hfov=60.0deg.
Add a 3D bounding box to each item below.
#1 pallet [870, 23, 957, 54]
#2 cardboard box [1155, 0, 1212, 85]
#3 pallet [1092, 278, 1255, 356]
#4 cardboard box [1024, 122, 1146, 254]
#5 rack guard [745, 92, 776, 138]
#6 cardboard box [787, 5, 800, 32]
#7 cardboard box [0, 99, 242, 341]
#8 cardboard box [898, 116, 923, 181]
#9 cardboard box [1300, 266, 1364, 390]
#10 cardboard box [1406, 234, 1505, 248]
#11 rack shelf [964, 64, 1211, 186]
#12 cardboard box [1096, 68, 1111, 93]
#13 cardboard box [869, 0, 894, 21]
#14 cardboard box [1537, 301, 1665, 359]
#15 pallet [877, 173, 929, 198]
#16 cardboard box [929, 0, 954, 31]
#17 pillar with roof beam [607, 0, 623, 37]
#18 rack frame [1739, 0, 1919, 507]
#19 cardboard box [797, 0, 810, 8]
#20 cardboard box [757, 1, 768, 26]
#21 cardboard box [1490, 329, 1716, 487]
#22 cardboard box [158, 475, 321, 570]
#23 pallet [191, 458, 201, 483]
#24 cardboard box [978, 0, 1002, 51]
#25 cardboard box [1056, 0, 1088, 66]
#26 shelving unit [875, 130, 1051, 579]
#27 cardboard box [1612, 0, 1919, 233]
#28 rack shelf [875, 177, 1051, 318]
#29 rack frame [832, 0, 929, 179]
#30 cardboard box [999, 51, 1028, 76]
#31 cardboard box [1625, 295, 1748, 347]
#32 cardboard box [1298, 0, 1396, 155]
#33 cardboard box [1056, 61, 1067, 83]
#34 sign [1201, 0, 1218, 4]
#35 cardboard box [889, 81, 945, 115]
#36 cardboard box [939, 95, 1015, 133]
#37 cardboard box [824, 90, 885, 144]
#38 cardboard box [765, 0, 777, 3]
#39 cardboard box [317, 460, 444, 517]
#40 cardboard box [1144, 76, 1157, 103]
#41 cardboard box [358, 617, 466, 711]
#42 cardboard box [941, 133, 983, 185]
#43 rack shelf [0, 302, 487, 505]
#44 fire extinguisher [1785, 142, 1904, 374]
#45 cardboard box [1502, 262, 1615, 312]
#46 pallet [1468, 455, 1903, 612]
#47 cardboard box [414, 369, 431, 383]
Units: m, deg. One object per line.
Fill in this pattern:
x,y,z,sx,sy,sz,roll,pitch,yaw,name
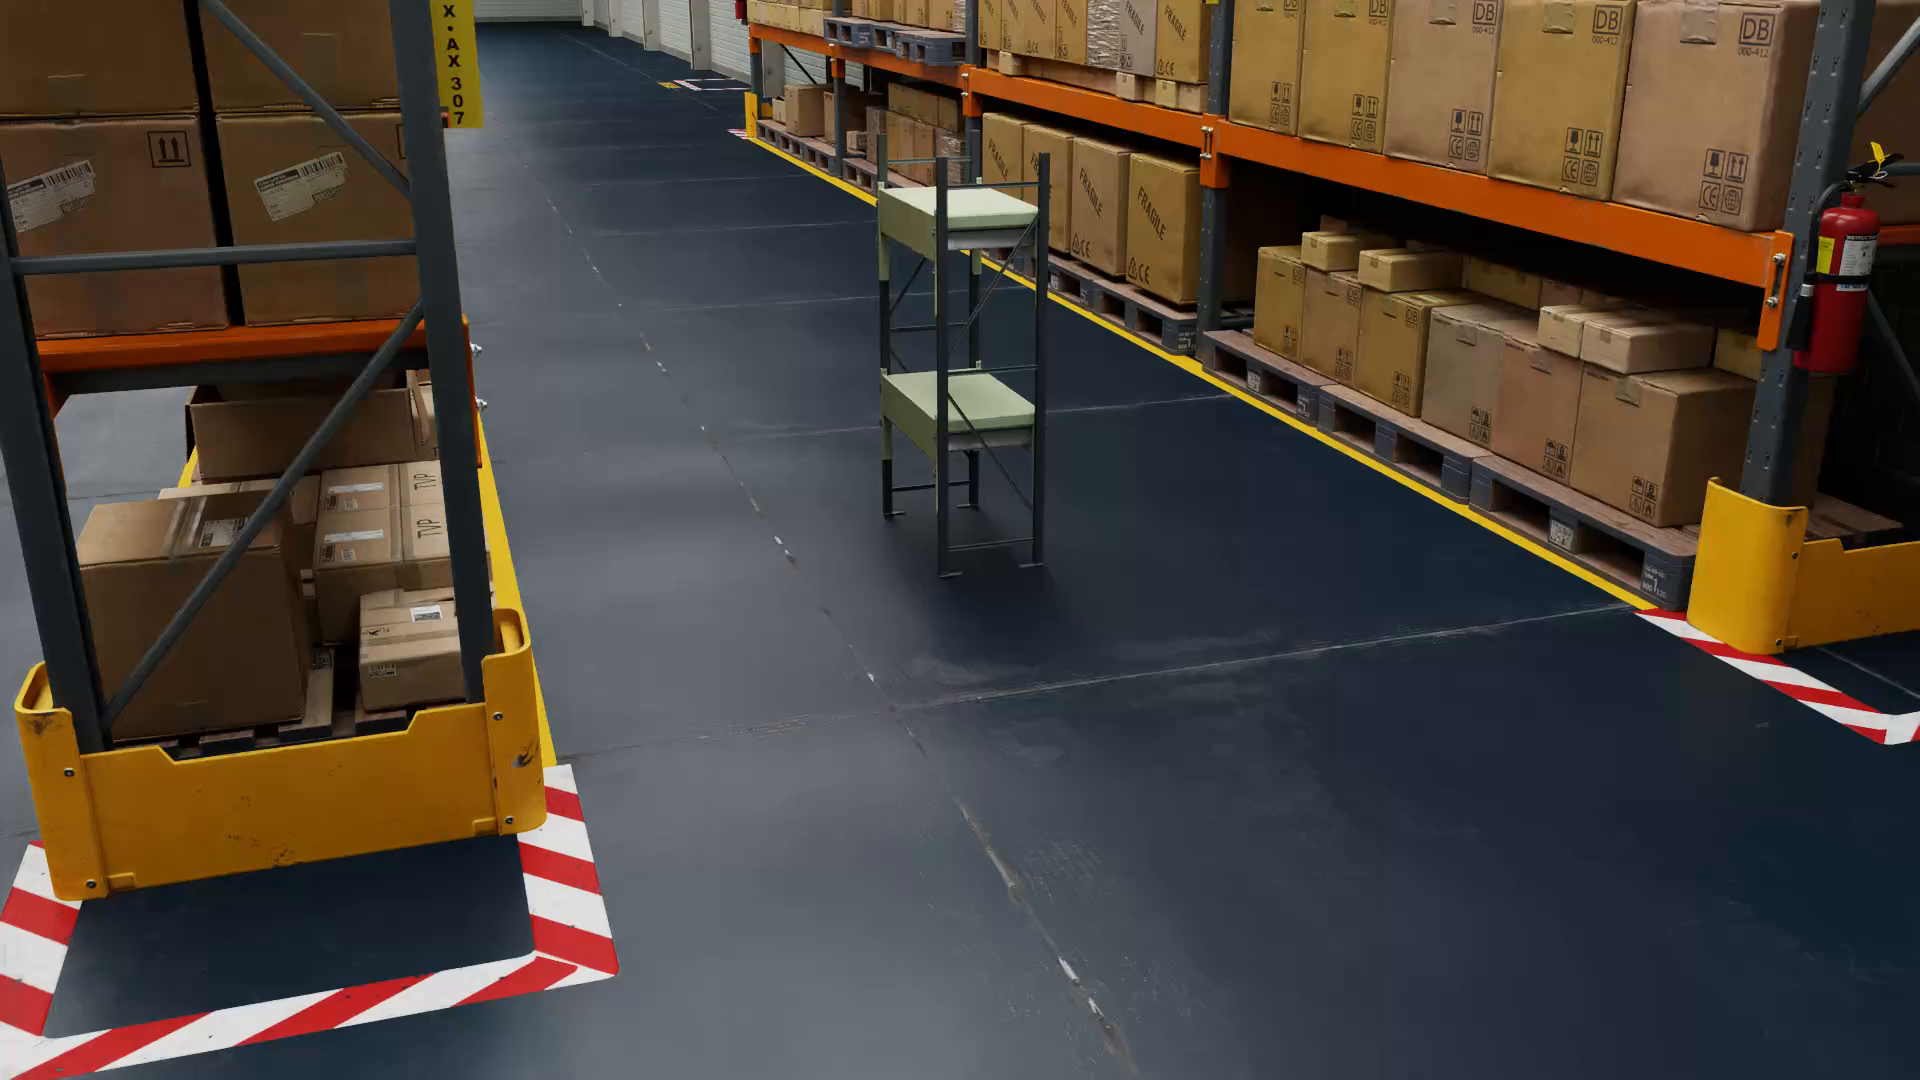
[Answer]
-0.129,-4.265,14.138,1.003,0.211,1.213,-6,21,-17,pallet
1.405,-2.759,9.042,0.500,0.500,0.500,-7,21,-18,cardboard box
1.475,-1.368,9.914,1.003,0.211,1.213,-6,21,-17,pallet
0.908,-2.379,11.161,0.750,0.750,0.750,-6,21,-17,cardboard box
-1.958,-5.091,19.851,1.175,0.500,0.348,-6,21,-17,rack guard
-1.483,-5.387,17.170,0.500,0.250,0.500,-7,21,-18,cardboard box
-2.054,-0.792,4.035,0.500,0.500,0.500,-6,21,-16,cardboard box
-0.146,-3.476,14.703,0.700,0.500,0.500,-6,21,-17,cardboard box
2.082,-1.050,7.978,0.700,0.500,0.500,-7,21,-18,cardboard box
2.321,-1.331,7.801,0.380,0.149,0.250,-7,21,-19,cardboard box
1.161,-2.744,10.684,1.077,0.370,4.000,-6,21,-17,rack shelf
1.057,-2.823,10.180,0.380,0.149,0.250,-7,21,-19,cardboard box
-0.429,-4.915,14.865,0.700,0.500,0.500,-4,20,-12,cardboard box
2.437,-0.802,6.328,0.380,0.149,0.250,-6,21,-16,cardboard box
-0.092,-3.054,14.607,1.003,0.211,1.213,-6,21,-17,pallet
0.174,-4.305,13.166,0.700,0.500,0.500,-8,21,-22,cardboard box
-12.571,-16.227,38.282,9.100,9.000,0.400,-6,21,-17,pillar with roof beam
3.047,-1.157,5.201,1.000,3.000,0.127,-6,21,-17,rack frame
-1.330,-5.578,16.593,0.500,0.500,0.500,-7,21,-18,cardboard box
-1.954,-5.875,18.529,0.500,0.250,0.500,-7,21,-19,cardboard box
2.574,-0.553,6.596,0.700,0.500,0.500,-6,21,-17,cardboard box
-2.330,0.001,5.394,0.500,0.250,0.500,-6,21,-17,cardboard box
-2.697,-0.381,7.164,1.003,0.211,1.213,-6,21,-17,pallet
0.442,-3.738,11.769,0.500,0.500,0.500,-6,21,-16,cardboard box
0.924,-3.243,10.391,0.500,0.500,0.500,-6,21,-16,cardboard box
-0.002,-0.708,6.169,0.431,1.500,0.755,-6,21,-17,shelving unit
2.877,-1.461,5.603,0.980,0.700,0.700,-5,20,-15,cardboard box
-0.002,-1.075,6.037,0.431,0.370,0.720,-6,21,-17,rack shelf
-0.725,-5.008,15.923,1.000,3.000,0.127,-6,21,-17,rack frame
0.490,-3.309,11.535,0.380,0.149,0.250,-6,21,-16,cardboard box
2.801,-0.841,6.439,0.380,0.149,0.250,-6,21,-17,cardboard box
2.169,-2.172,7.581,0.980,0.700,0.700,-7,21,-19,cardboard box
0.847,-3.076,10.884,0.380,0.149,0.250,-6,21,-16,cardboard box
1.277,-2.888,8.424,0.100,0.325,0.005,-6,21,-17,sign
-0.336,-4.016,15.099,0.500,0.250,0.500,-7,21,-18,cardboard box
0.137,-3.523,13.726,0.500,0.250,0.500,-6,21,-16,cardboard box
-1.089,-4.368,17.186,0.500,0.500,0.500,-8,21,-21,cardboard box
-1.815,-6.072,17.968,0.500,0.500,0.500,-7,21,-19,cardboard box
-1.871,-0.068,5.586,0.500,0.250,0.500,-6,21,-17,cardboard box
1.274,-2.577,9.496,0.380,0.149,0.250,-6,21,-16,cardboard box
-1.460,0.334,4.616,0.380,0.149,0.250,-6,21,-17,cardboard box
0.256,-2.981,13.325,0.700,0.500,0.500,-6,21,-16,cardboard box
-2.283,-0.933,5.641,1.077,0.370,4.000,-6,21,-17,rack shelf
2.656,-0.848,5.006,0.296,0.674,0.183,-6,21,-17,fire extinguisher
2.561,-1.086,7.119,0.380,0.149,0.250,-6,21,-17,cardboard box
2.721,-0.093,6.364,1.003,0.211,1.213,-6,21,-17,pallet
-2.464,-0.791,7.229,0.500,0.500,0.500,-6,21,-17,cardboard box
